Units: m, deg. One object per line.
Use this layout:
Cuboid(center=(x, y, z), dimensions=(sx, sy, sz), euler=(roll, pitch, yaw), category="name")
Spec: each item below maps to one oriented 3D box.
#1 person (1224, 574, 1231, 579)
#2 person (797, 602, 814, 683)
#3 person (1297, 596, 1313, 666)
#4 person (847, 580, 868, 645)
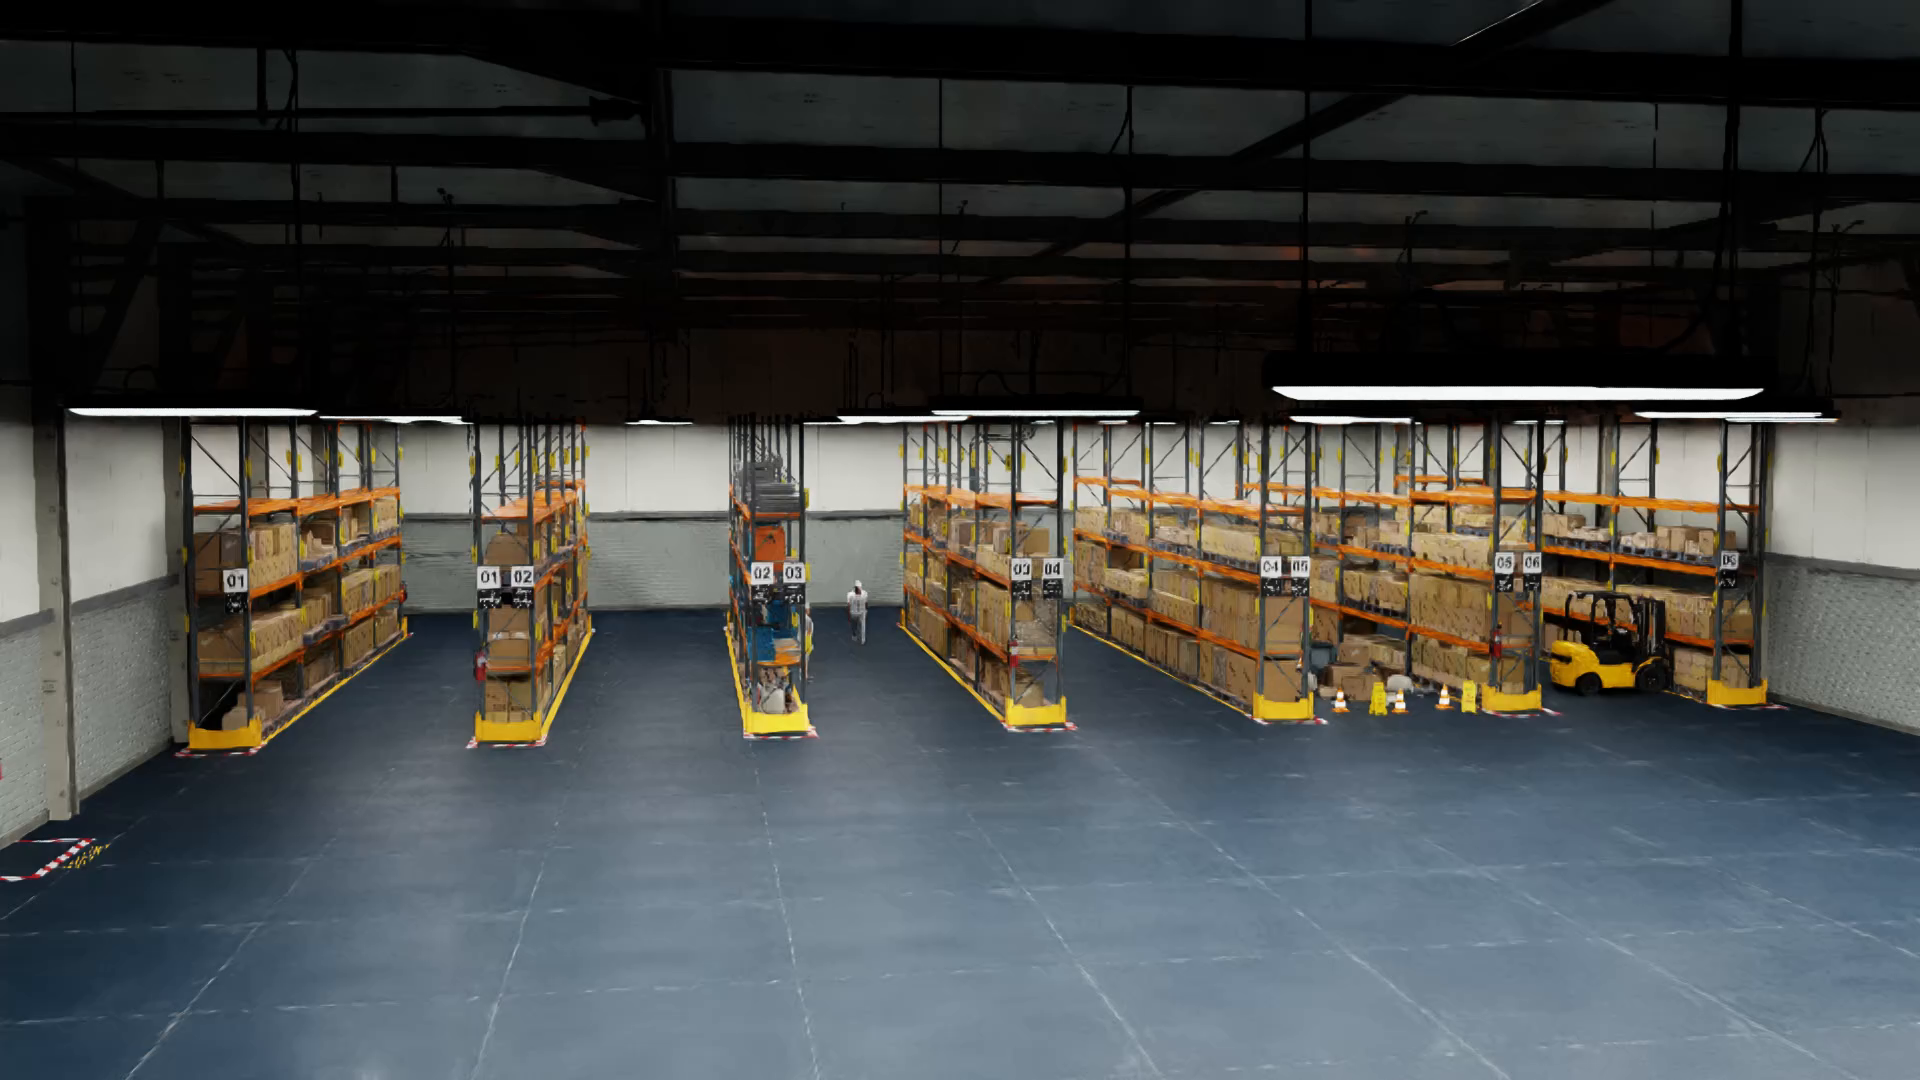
Cuboid(center=(7.316, 1.757, 45.251), dimensions=(0.515, 1.777, 0.628), euler=(-3, 5, -36), category="person")
Cuboid(center=(-3.418, 2.280, 37.190), dimensions=(0.468, 1.794, 0.625), euler=(-2, 4, -28), category="person")
Cuboid(center=(8.074, 2.162, 39.073), dimensions=(0.575, 1.790, 0.653), euler=(1, 4, 18), category="person")
Cuboid(center=(-2.692, 1.897, 43.701), dimensions=(0.577, 1.691, 1.121), euler=(0, 4, -7), category="person")
